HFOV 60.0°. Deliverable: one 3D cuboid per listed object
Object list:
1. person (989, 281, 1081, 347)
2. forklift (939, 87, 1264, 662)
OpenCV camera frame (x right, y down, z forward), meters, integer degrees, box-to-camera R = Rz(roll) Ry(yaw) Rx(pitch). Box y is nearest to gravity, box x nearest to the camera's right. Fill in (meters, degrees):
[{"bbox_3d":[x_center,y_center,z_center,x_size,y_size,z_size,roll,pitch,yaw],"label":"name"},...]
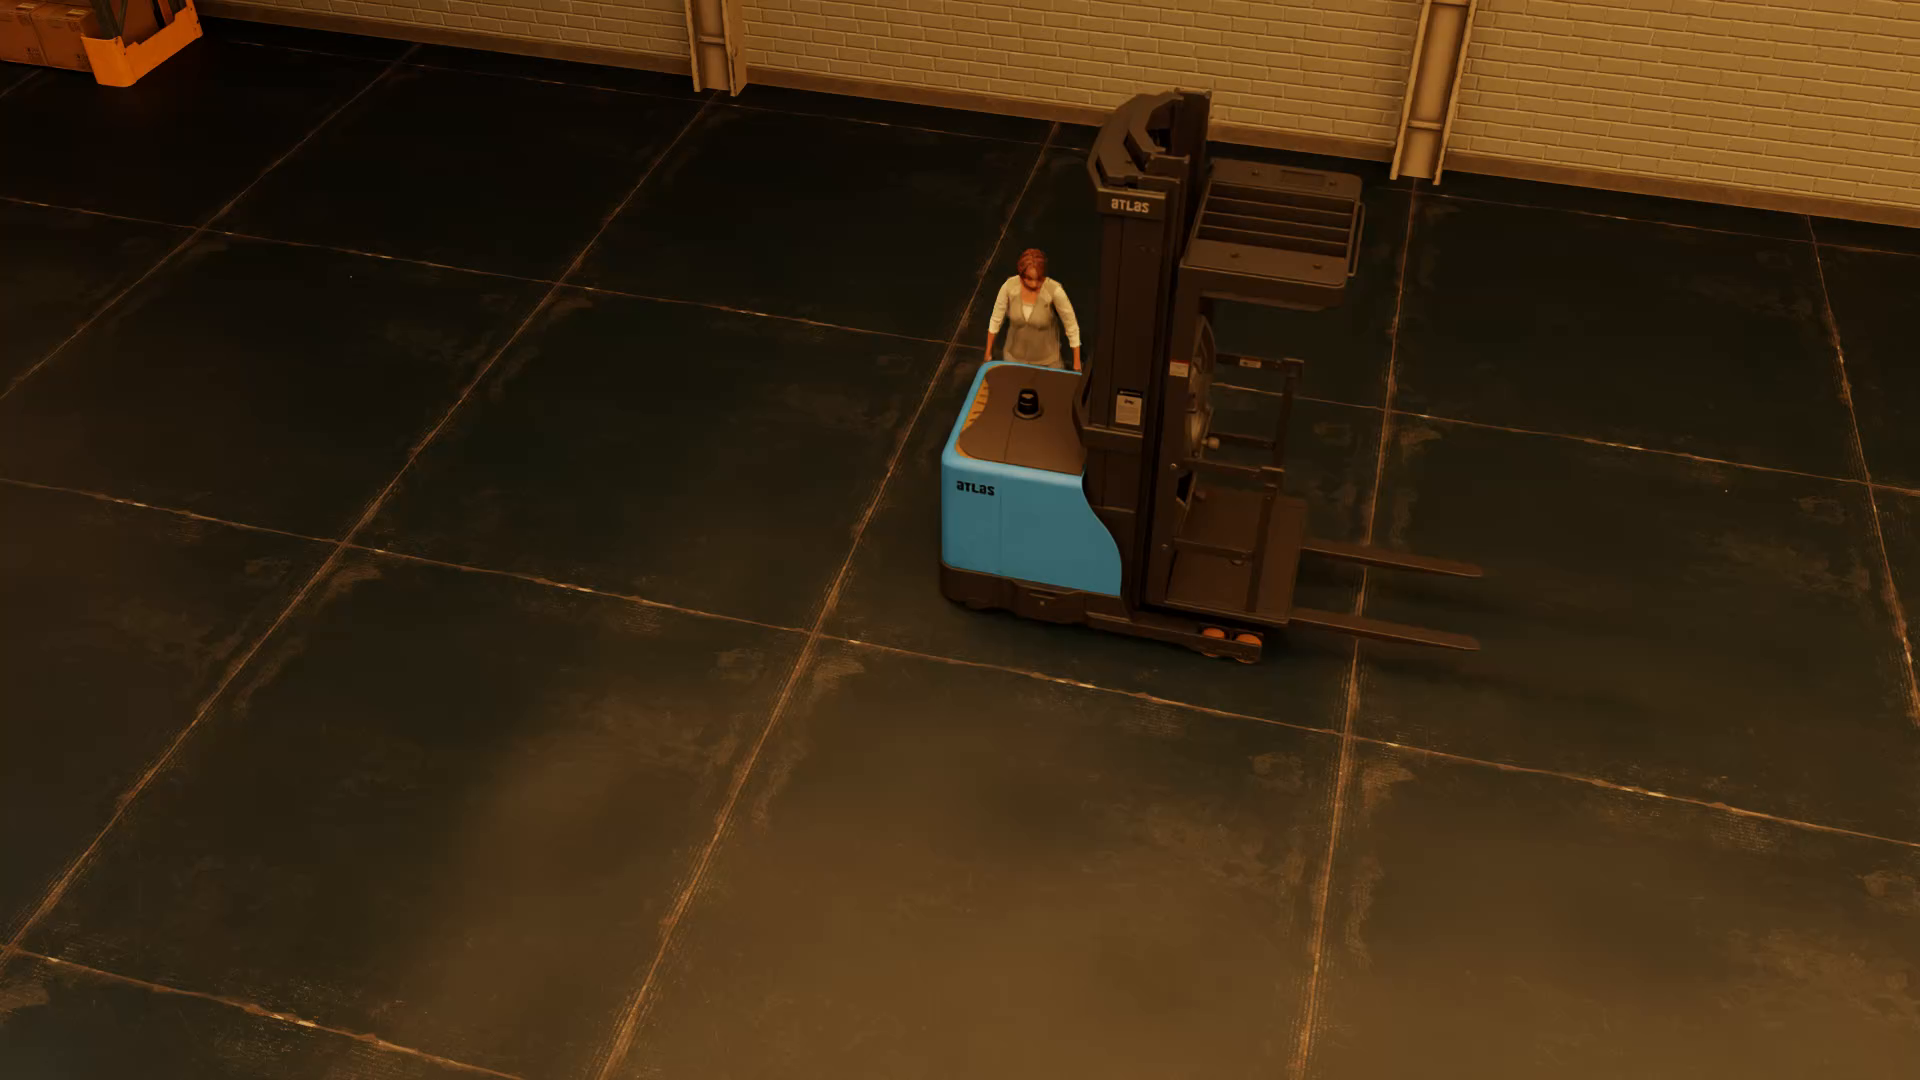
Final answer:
[{"bbox_3d":[0.479,-1.020,10.239,0.633,1.335,0.283,9,42,10],"label":"person"},{"bbox_3d":[1.457,-0.803,8.778,3.031,2.935,1.130,10,42,11],"label":"forklift"}]
